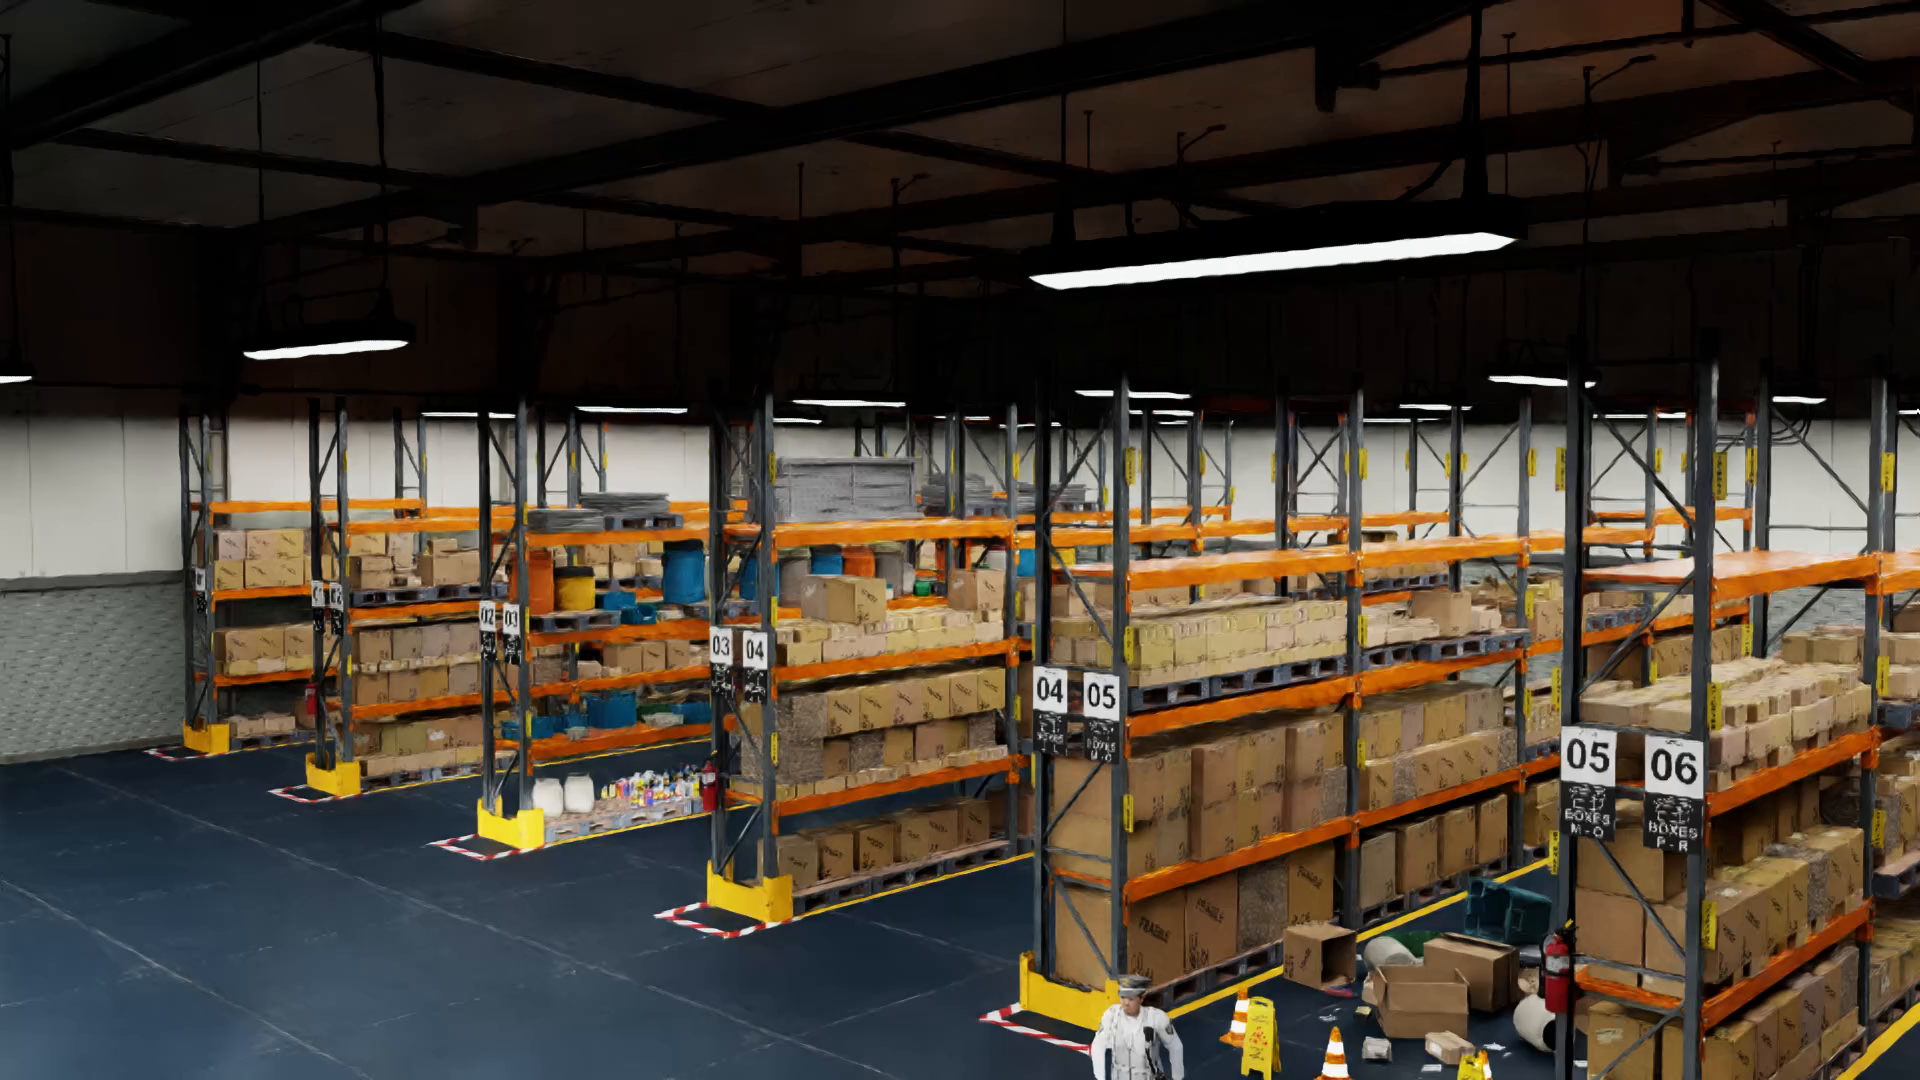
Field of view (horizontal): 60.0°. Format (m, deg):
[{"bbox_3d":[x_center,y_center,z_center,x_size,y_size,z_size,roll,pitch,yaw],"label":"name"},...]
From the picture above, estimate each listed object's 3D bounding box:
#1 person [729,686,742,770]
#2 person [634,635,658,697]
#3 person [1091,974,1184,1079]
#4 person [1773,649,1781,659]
[{"bbox_3d":[-3.777,2.896,26.552,1.123,1.709,0.553,-3,4,-44],"label":"person"},{"bbox_3d":[-6.361,2.576,33.116,0.547,1.641,1.115,3,4,42],"label":"person"},{"bbox_3d":[1.248,3.742,11.484,0.638,1.607,0.813,2,3,27],"label":"person"},{"bbox_3d":[14.437,2.772,29.150,1.046,1.723,0.622,-1,3,-26],"label":"person"}]
